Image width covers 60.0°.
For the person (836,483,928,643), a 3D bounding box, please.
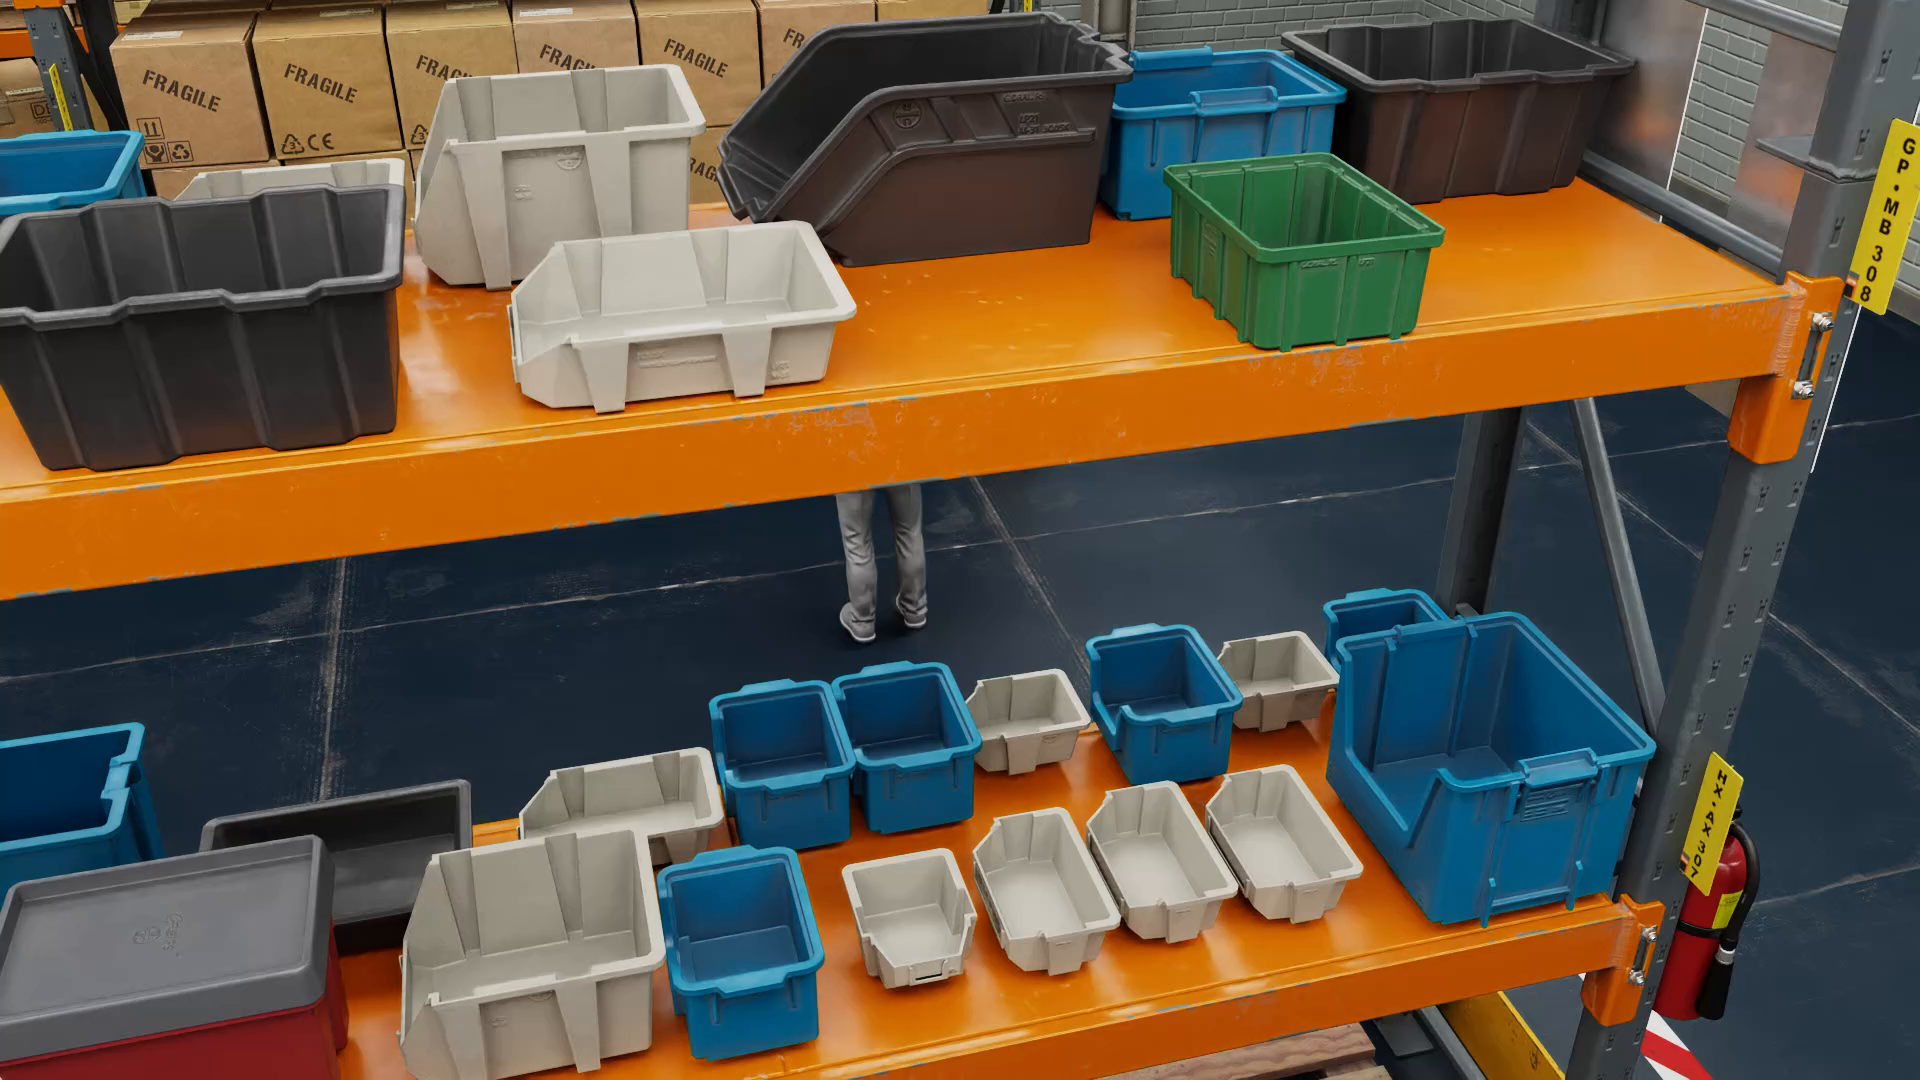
[{"bbox_3d":[-0.357,-0.368,6.718,0.471,1.700,0.543,-7,31,-11],"label":"person"}]
